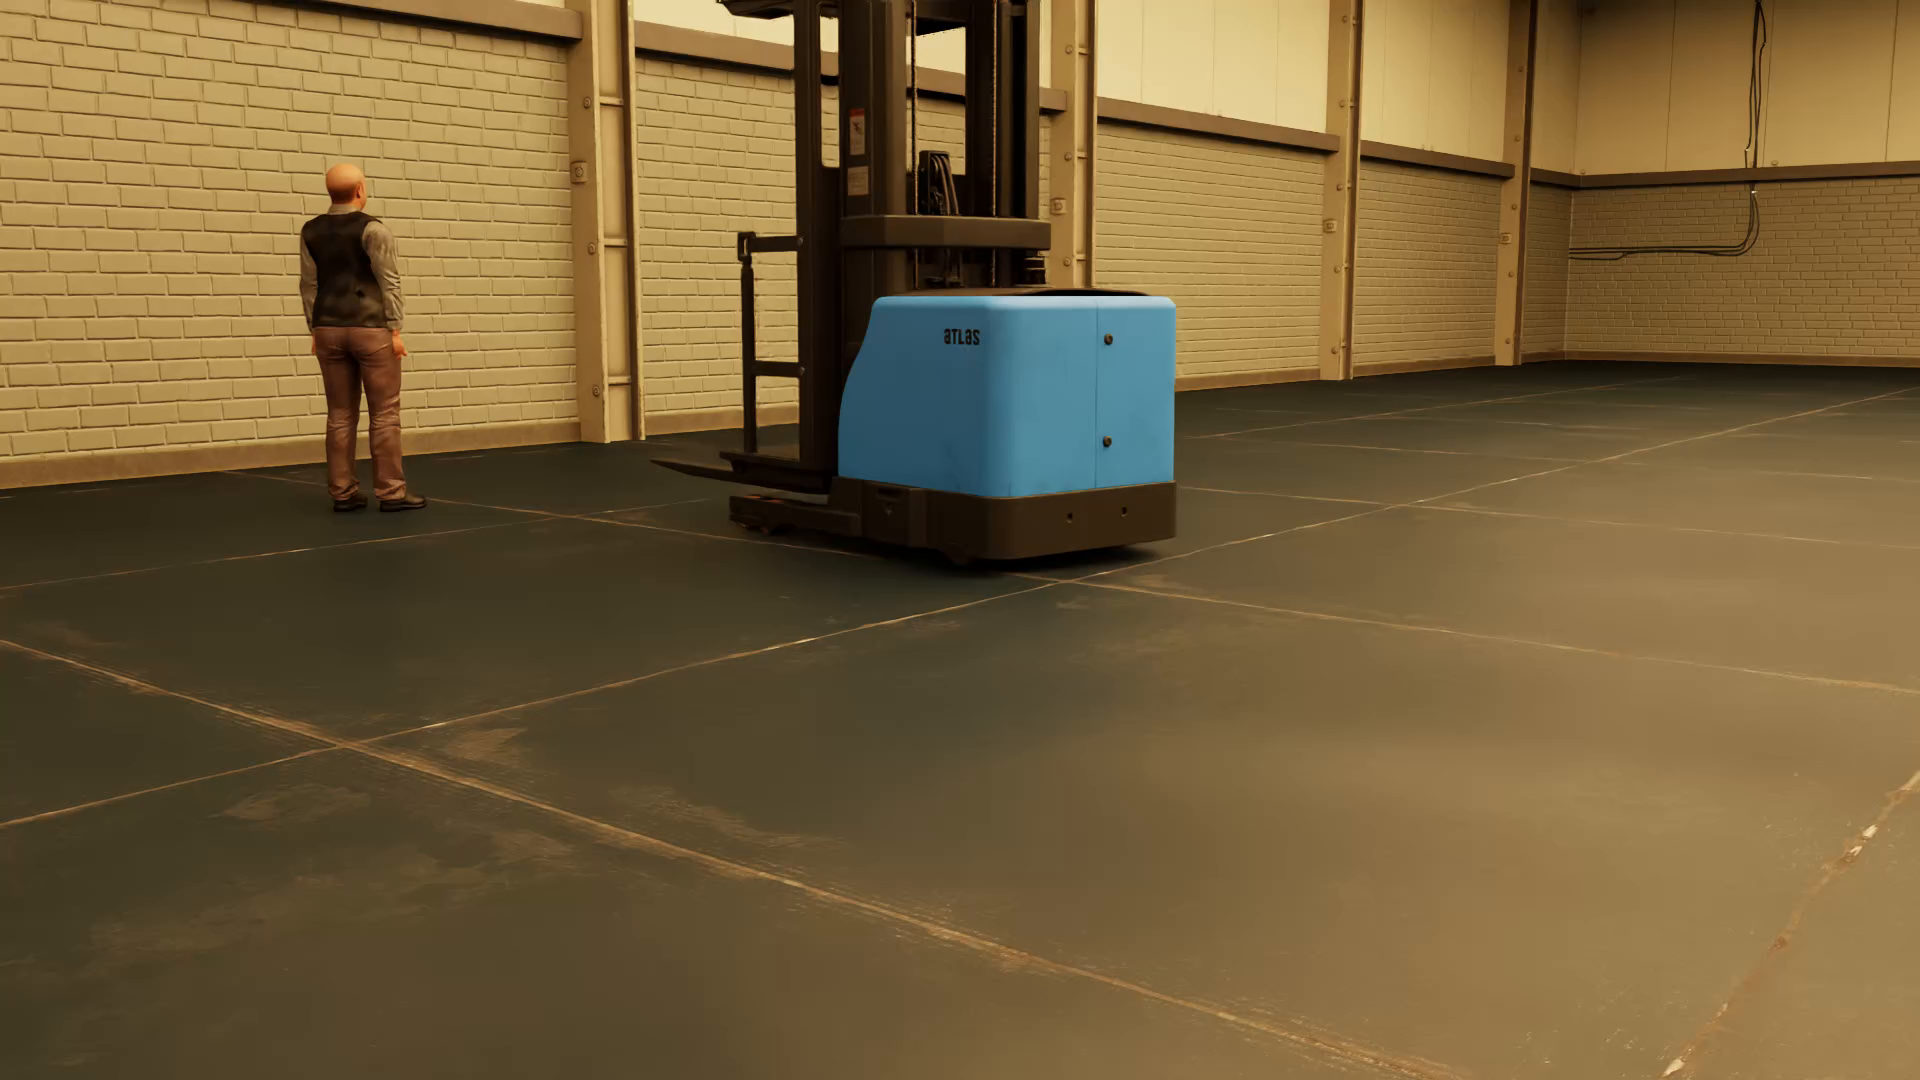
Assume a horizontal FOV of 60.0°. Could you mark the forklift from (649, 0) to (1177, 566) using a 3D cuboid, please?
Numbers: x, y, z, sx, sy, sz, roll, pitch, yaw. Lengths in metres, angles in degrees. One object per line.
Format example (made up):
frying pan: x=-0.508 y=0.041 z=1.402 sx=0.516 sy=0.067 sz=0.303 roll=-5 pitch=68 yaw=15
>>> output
forklift: x=-0.417 y=-1.513 z=7.624 sx=1.130 sy=2.935 sz=3.031 roll=-7 pitch=11 yaw=-39

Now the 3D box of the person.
person: x=-3.021 y=-1.009 z=8.356 sx=0.525 sy=1.724 sz=0.375 roll=1 pitch=8 yaw=10
